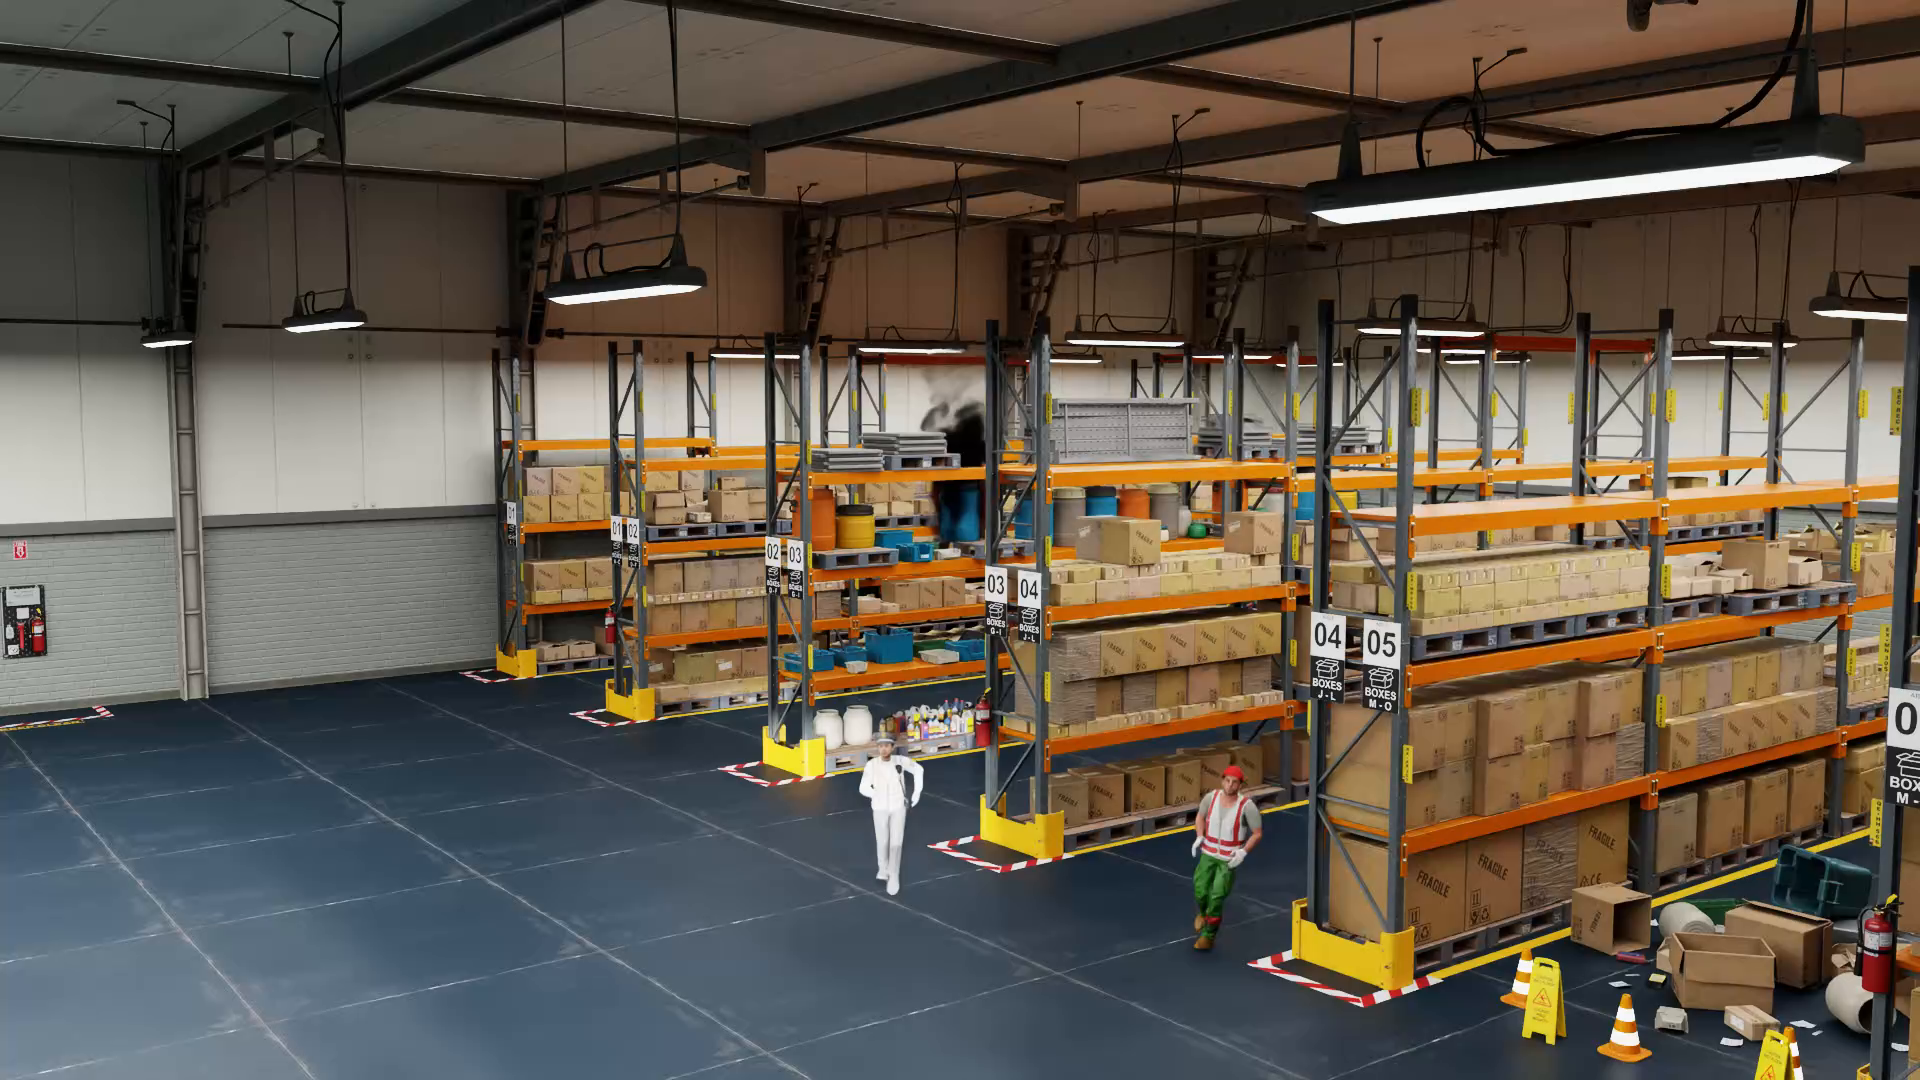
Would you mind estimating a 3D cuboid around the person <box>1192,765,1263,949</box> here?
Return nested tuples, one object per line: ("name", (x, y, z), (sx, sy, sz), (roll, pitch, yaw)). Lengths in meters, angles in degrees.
("person", (2.477, 2.940, 15.502), (0.693, 1.729, 0.577), (2, 6, 25))

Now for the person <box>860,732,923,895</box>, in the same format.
("person", (-0.715, 2.808, 17.252), (0.626, 1.695, 0.841), (0, 5, 5))
